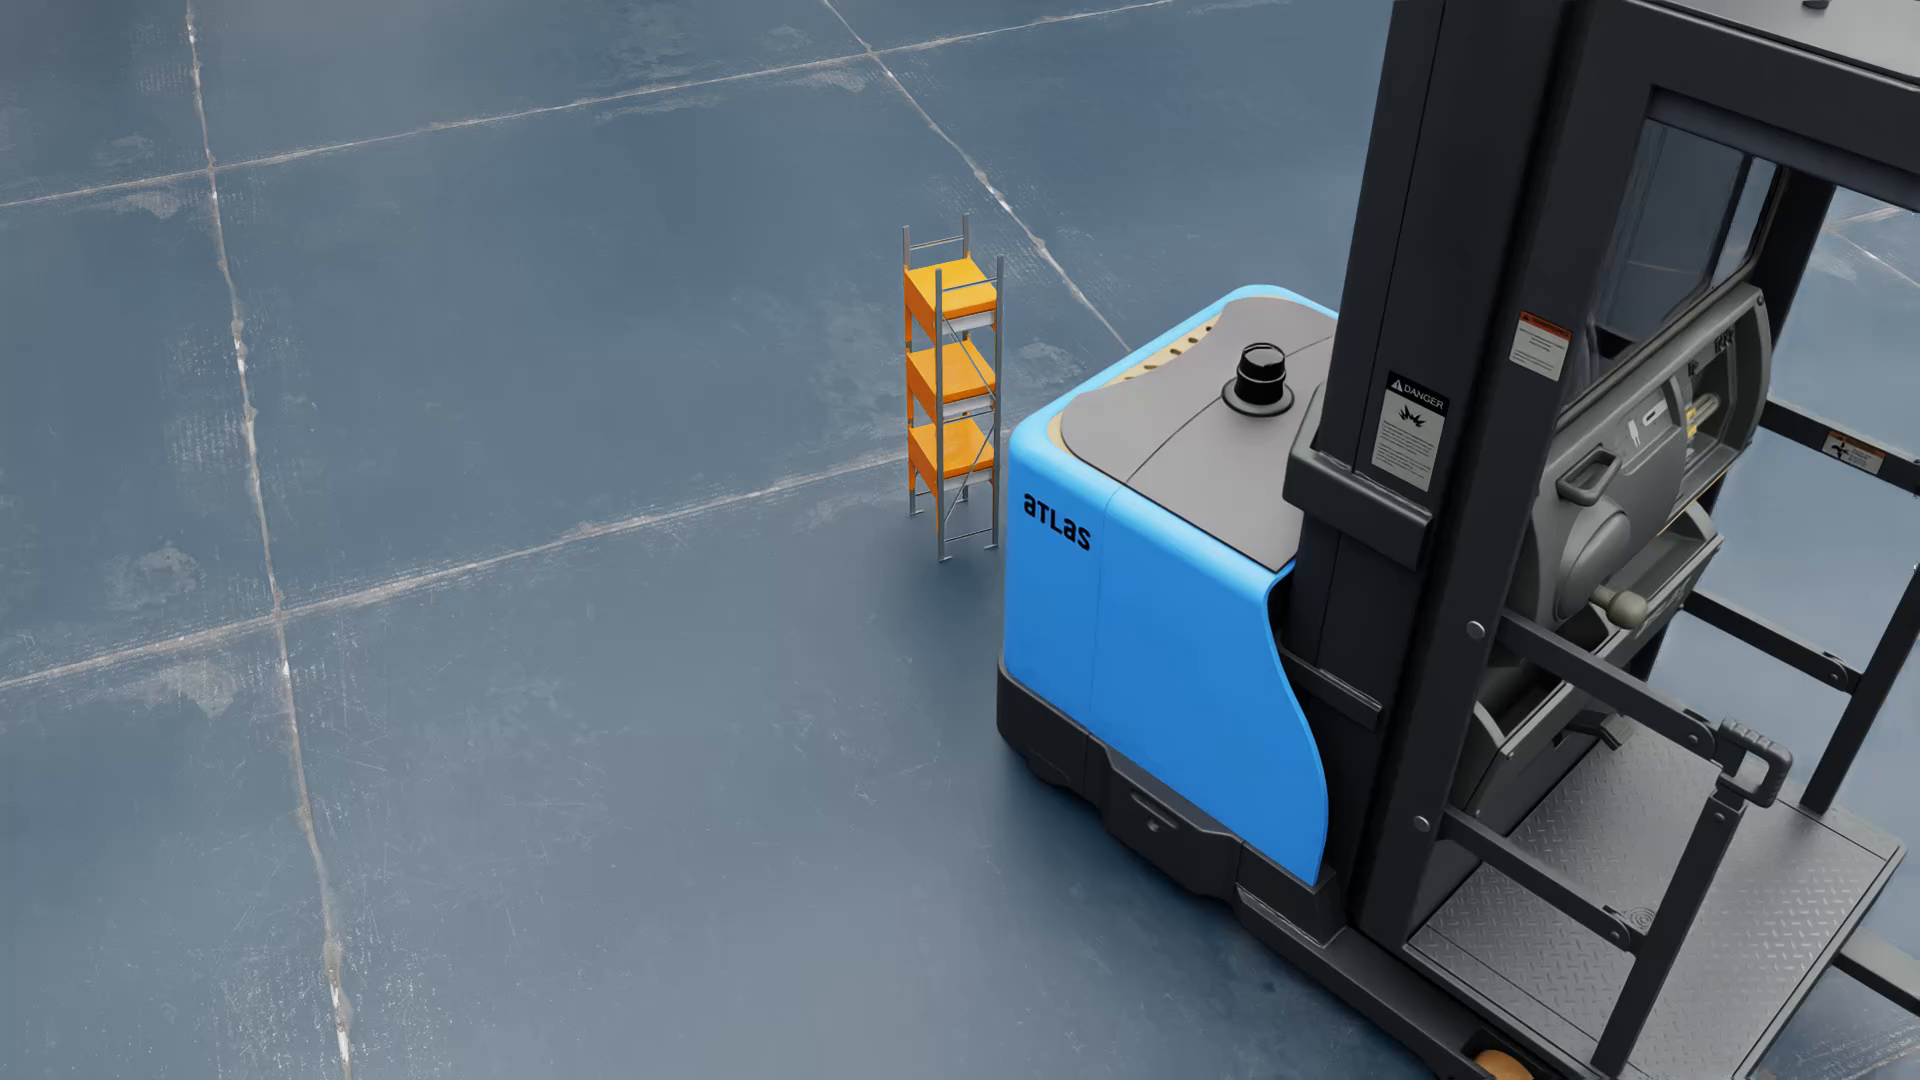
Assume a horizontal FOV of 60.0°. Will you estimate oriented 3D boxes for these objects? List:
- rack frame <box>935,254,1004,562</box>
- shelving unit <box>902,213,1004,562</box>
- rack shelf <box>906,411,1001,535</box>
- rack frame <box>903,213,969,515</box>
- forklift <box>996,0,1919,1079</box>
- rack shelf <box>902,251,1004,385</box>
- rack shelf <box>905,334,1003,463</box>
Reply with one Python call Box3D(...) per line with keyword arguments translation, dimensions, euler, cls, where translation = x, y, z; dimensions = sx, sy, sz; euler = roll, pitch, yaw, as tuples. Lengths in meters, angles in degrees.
Box3D(translation=(0.026, -0.357, 4.860), dimensions=(0.200, 1.050, 0.008), euler=(-15, 43, -17), cls="rack frame")
Box3D(translation=(-0.020, -0.430, 4.945), dimensions=(0.215, 1.050, 0.252), euler=(-15, 43, -17), cls="shelving unit")
Box3D(translation=(-0.020, -0.212, 5.133), dimensions=(0.215, 0.259, 0.240), euler=(-15, 43, -17), cls="rack shelf")
Box3D(translation=(-0.067, -0.504, 5.031), dimensions=(0.200, 1.050, 0.008), euler=(-15, 43, -17), cls="rack frame")
Box3D(translation=(1.496, -0.099, 3.117), dimensions=(1.130, 2.935, 3.031), euler=(-33, 51, -32), cls="forklift")
Box3D(translation=(-0.020, -0.637, 4.767), dimensions=(0.215, 0.259, 0.240), euler=(-15, 43, -17), cls="rack shelf")
Box3D(translation=(-0.020, -0.422, 4.952), dimensions=(0.215, 0.259, 0.240), euler=(-15, 43, -17), cls="rack shelf")
